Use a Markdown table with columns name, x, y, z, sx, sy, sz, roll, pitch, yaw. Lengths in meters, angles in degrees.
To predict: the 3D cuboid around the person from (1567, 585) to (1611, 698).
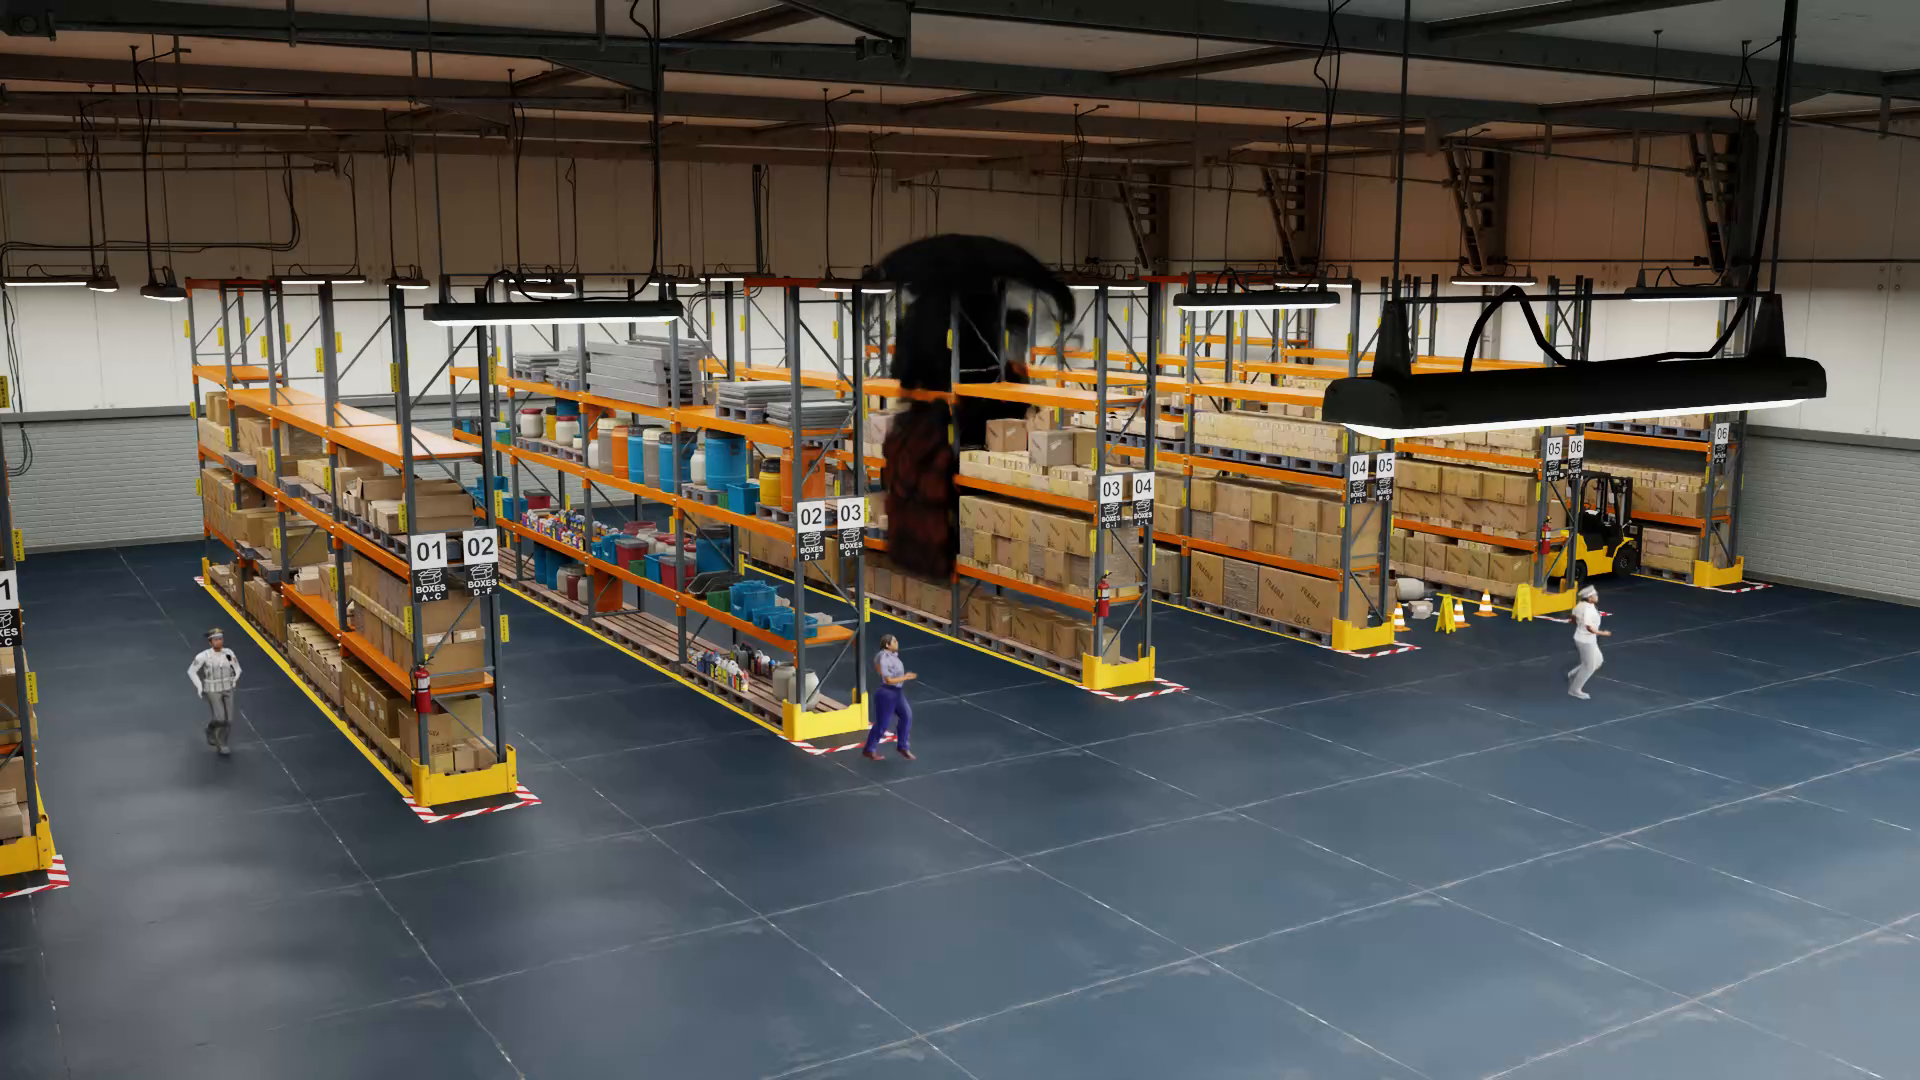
| name | x | y | z | sx | sy | sz | roll | pitch | yaw |
| --- | --- | --- | --- | --- | --- | --- | --- | --- | --- |
| person | 9.178 | 1.474 | 24.232 | 0.537 | 1.671 | 0.624 | 2 | 10 | 11 |

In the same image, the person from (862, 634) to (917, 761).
| name | x | y | z | sx | sy | sz | roll | pitch | yaw |
| --- | --- | --- | --- | --- | --- | --- | --- | --- | --- |
| person | -0.892 | 2.015 | 21.095 | 0.708 | 1.702 | 0.622 | 1 | 10 | 7 |

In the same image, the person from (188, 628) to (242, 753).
| name | x | y | z | sx | sy | sz | roll | pitch | yaw |
| --- | --- | --- | --- | --- | --- | --- | --- | --- | --- |
| person | -9.539 | 1.951 | 21.445 | 0.541 | 1.658 | 0.615 | 9 | 13 | 43 |
